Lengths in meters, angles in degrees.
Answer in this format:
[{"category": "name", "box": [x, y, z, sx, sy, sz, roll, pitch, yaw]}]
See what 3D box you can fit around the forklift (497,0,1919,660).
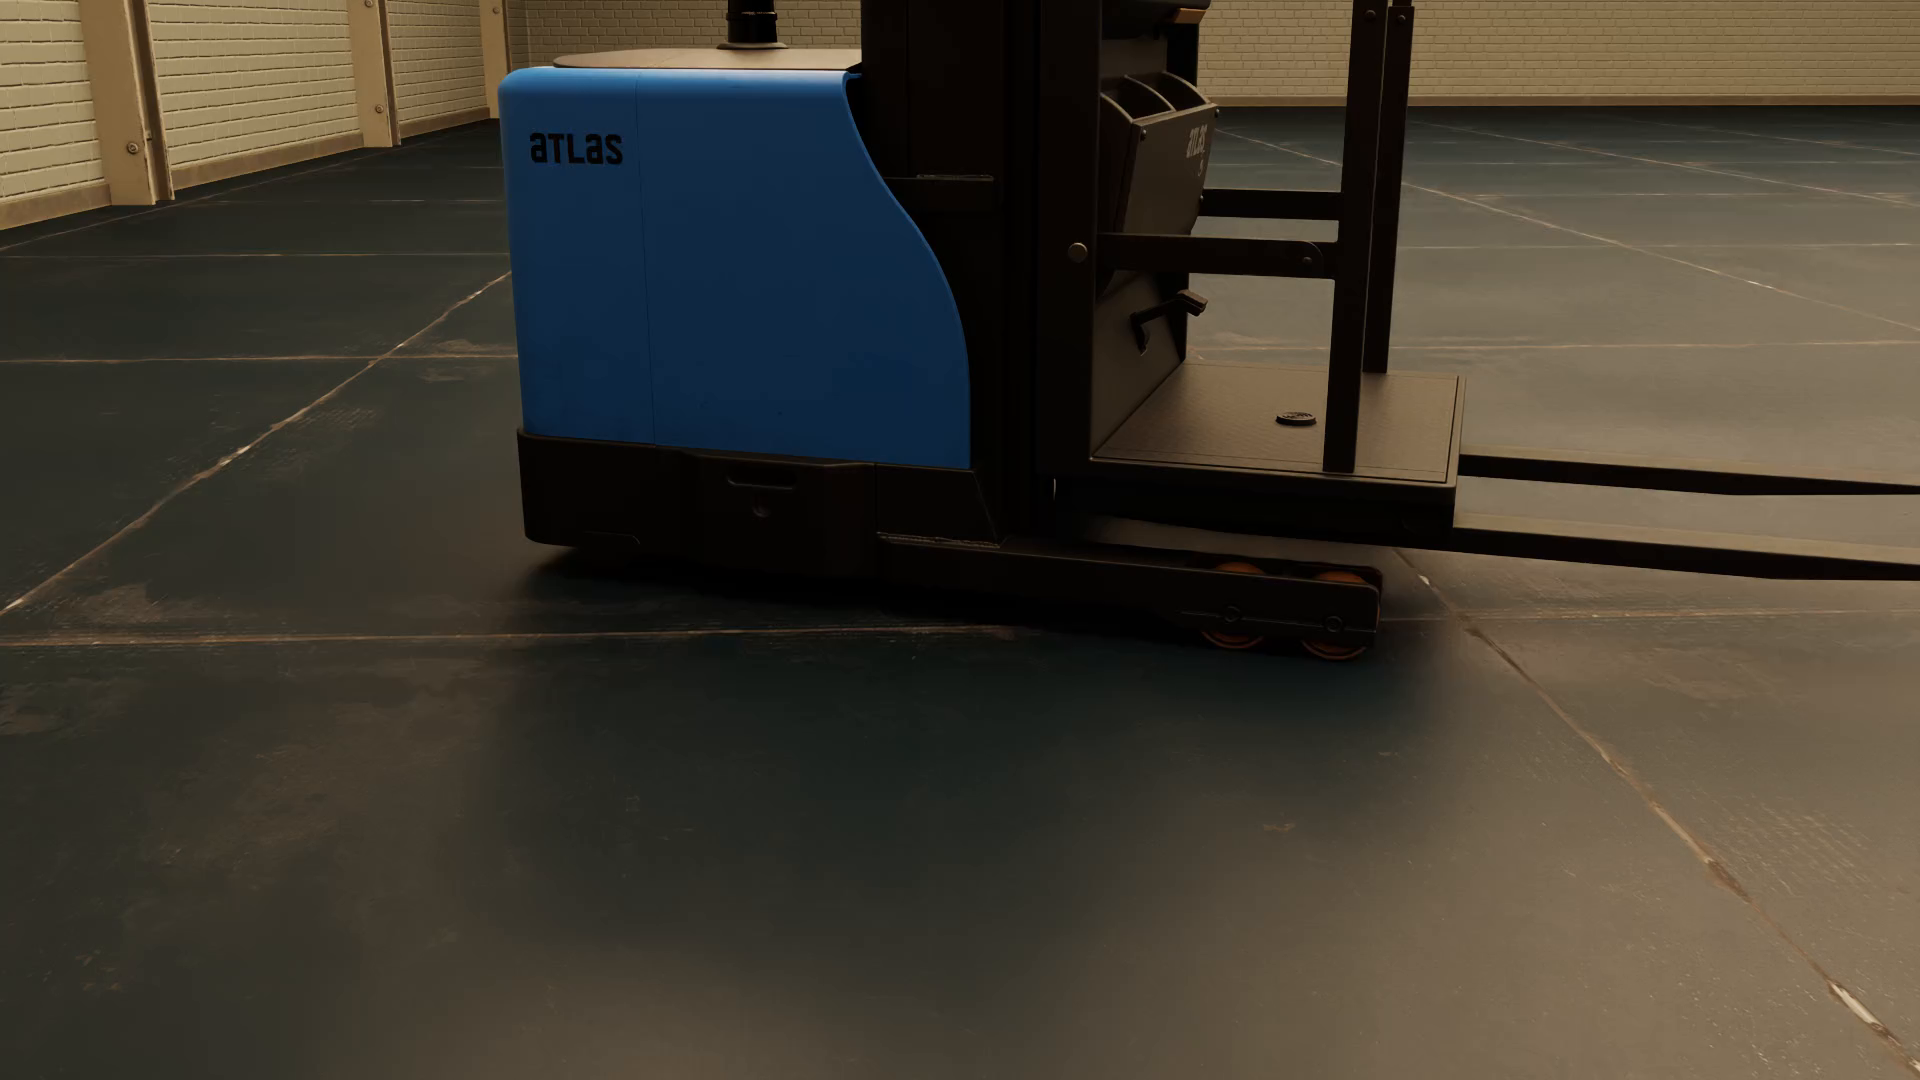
[{"category": "forklift", "box": [0.601, -1.347, 3.311, 3.031, 2.935, 1.130, 5, 18, 16]}]
